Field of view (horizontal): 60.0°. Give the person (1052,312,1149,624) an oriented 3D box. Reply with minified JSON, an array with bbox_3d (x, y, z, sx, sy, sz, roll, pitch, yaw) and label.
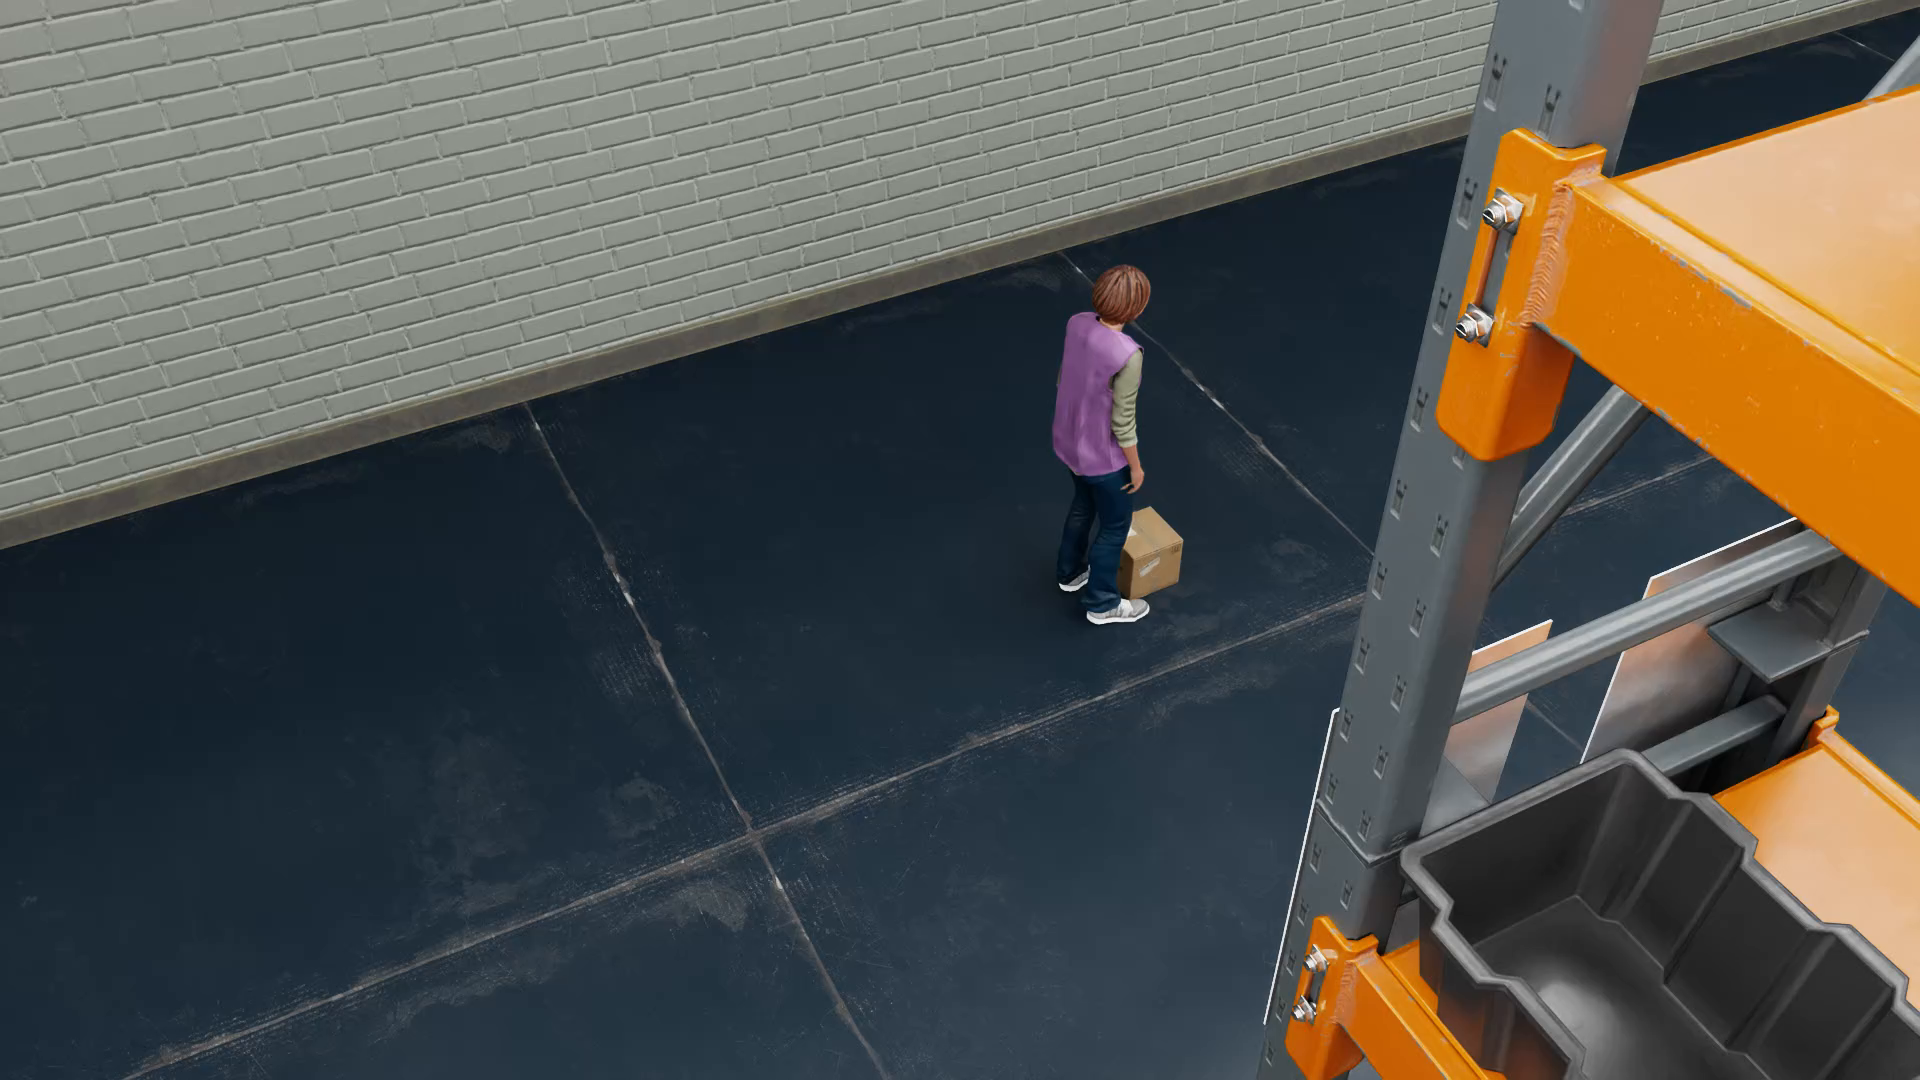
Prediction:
[{"bbox_3d":[0.554,-0.287,6.638,0.346,1.392,0.483,-22,46,-23],"label":"person"}]
